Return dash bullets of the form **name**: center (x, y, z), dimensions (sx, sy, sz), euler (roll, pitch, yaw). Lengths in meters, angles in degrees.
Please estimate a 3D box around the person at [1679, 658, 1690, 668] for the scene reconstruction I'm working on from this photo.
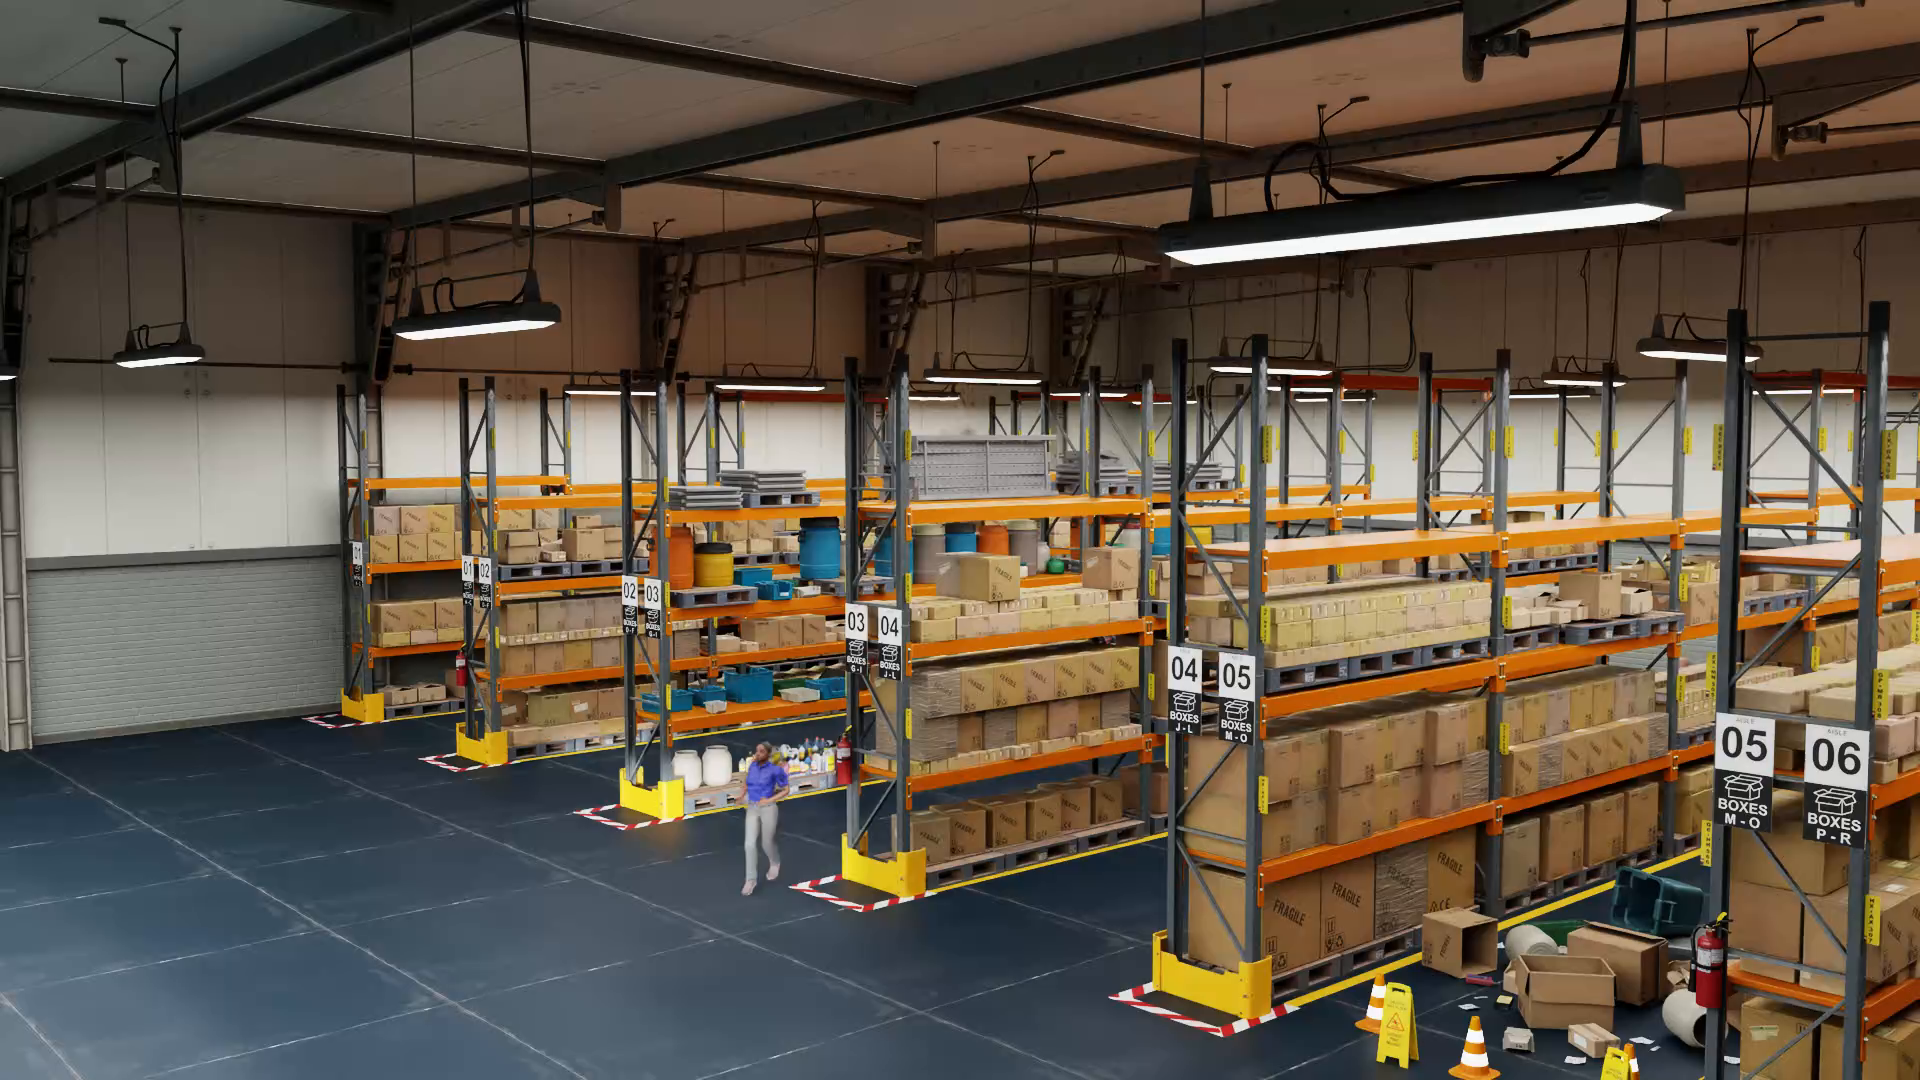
- **person**: center (11.096, 2.645, 25.400), dimensions (0.758, 1.718, 0.646), euler (-2, 4, -33)

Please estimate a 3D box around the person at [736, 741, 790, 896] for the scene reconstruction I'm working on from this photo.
- **person**: center (-2.214, 3.118, 18.806), dimensions (0.623, 1.677, 0.825), euler (2, 4, 22)
